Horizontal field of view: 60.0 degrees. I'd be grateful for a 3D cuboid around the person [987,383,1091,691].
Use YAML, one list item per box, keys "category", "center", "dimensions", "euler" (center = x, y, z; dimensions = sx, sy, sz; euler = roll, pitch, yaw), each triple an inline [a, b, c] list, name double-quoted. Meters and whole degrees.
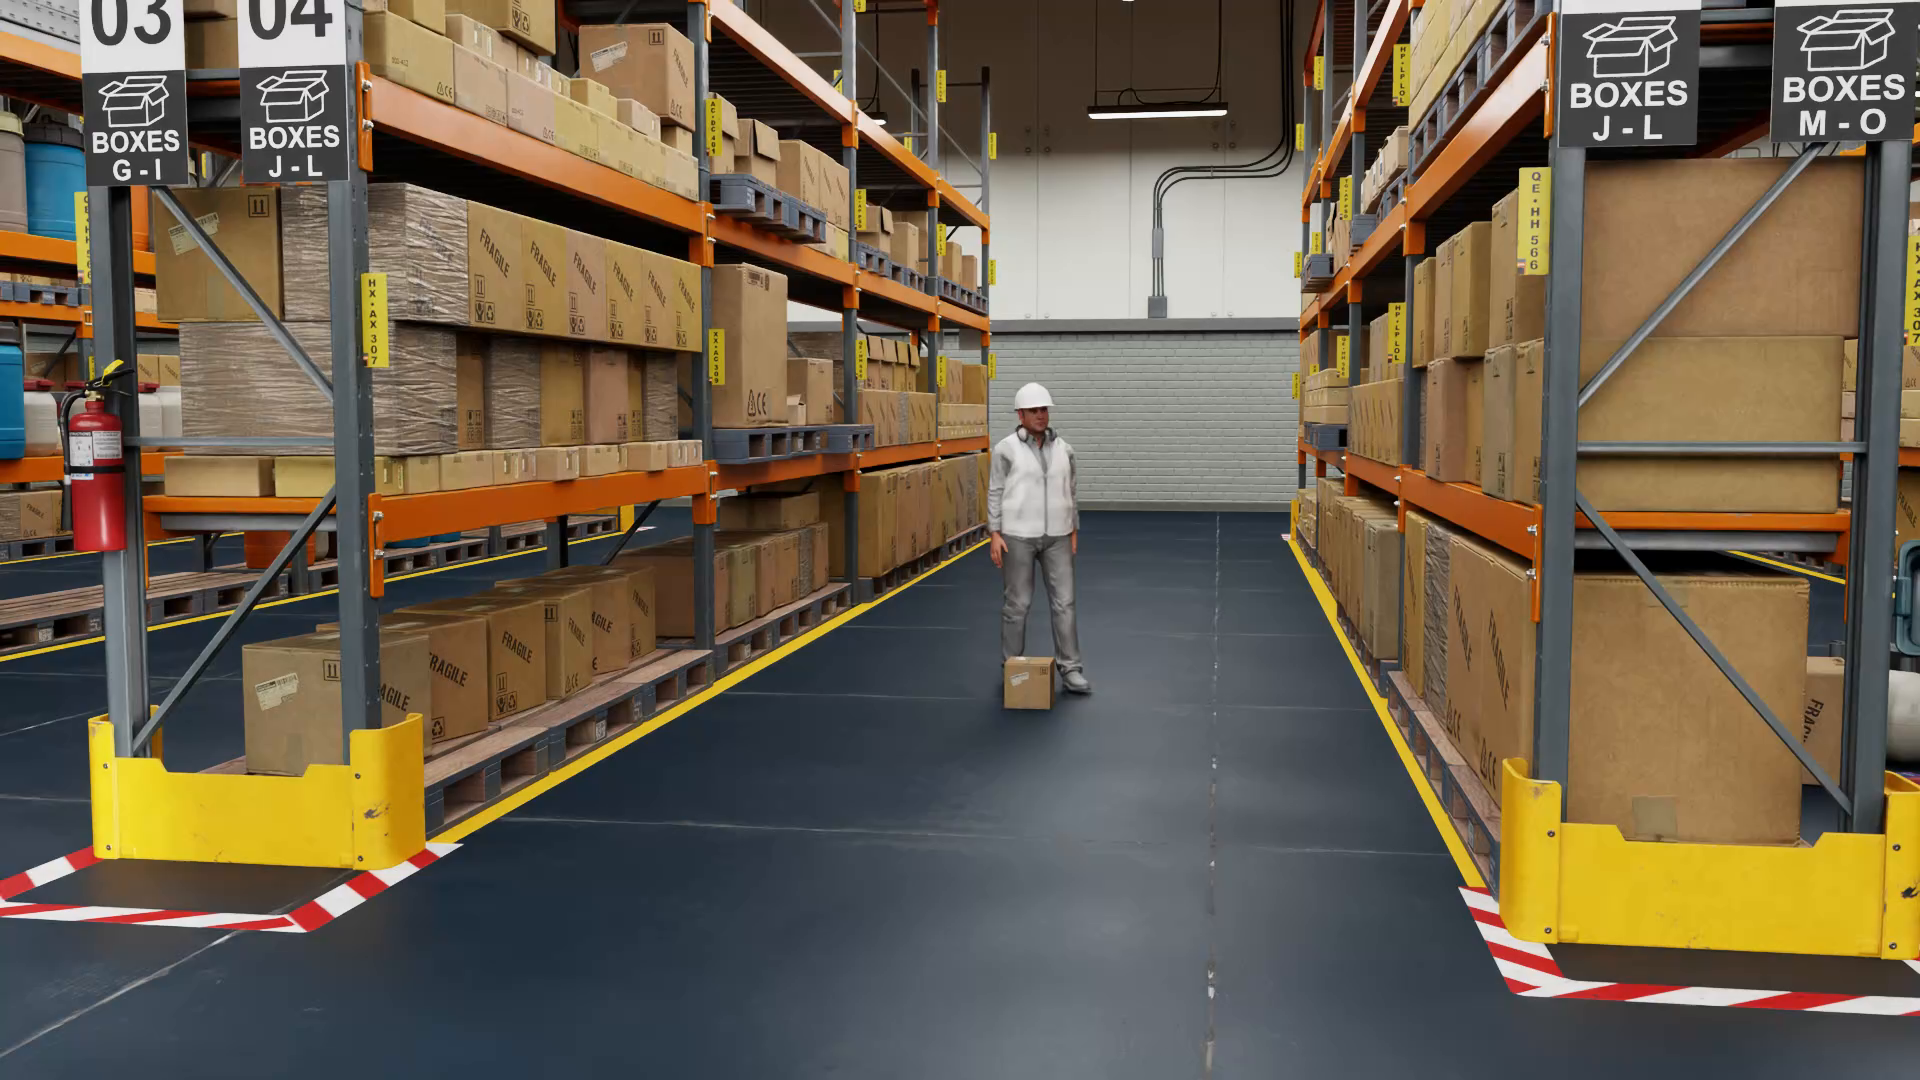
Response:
- category: "person"
  center: [0.468, -0.019, 9.603]
  dimensions: [0.572, 1.770, 0.583]
  euler: [-1, 5, -17]
